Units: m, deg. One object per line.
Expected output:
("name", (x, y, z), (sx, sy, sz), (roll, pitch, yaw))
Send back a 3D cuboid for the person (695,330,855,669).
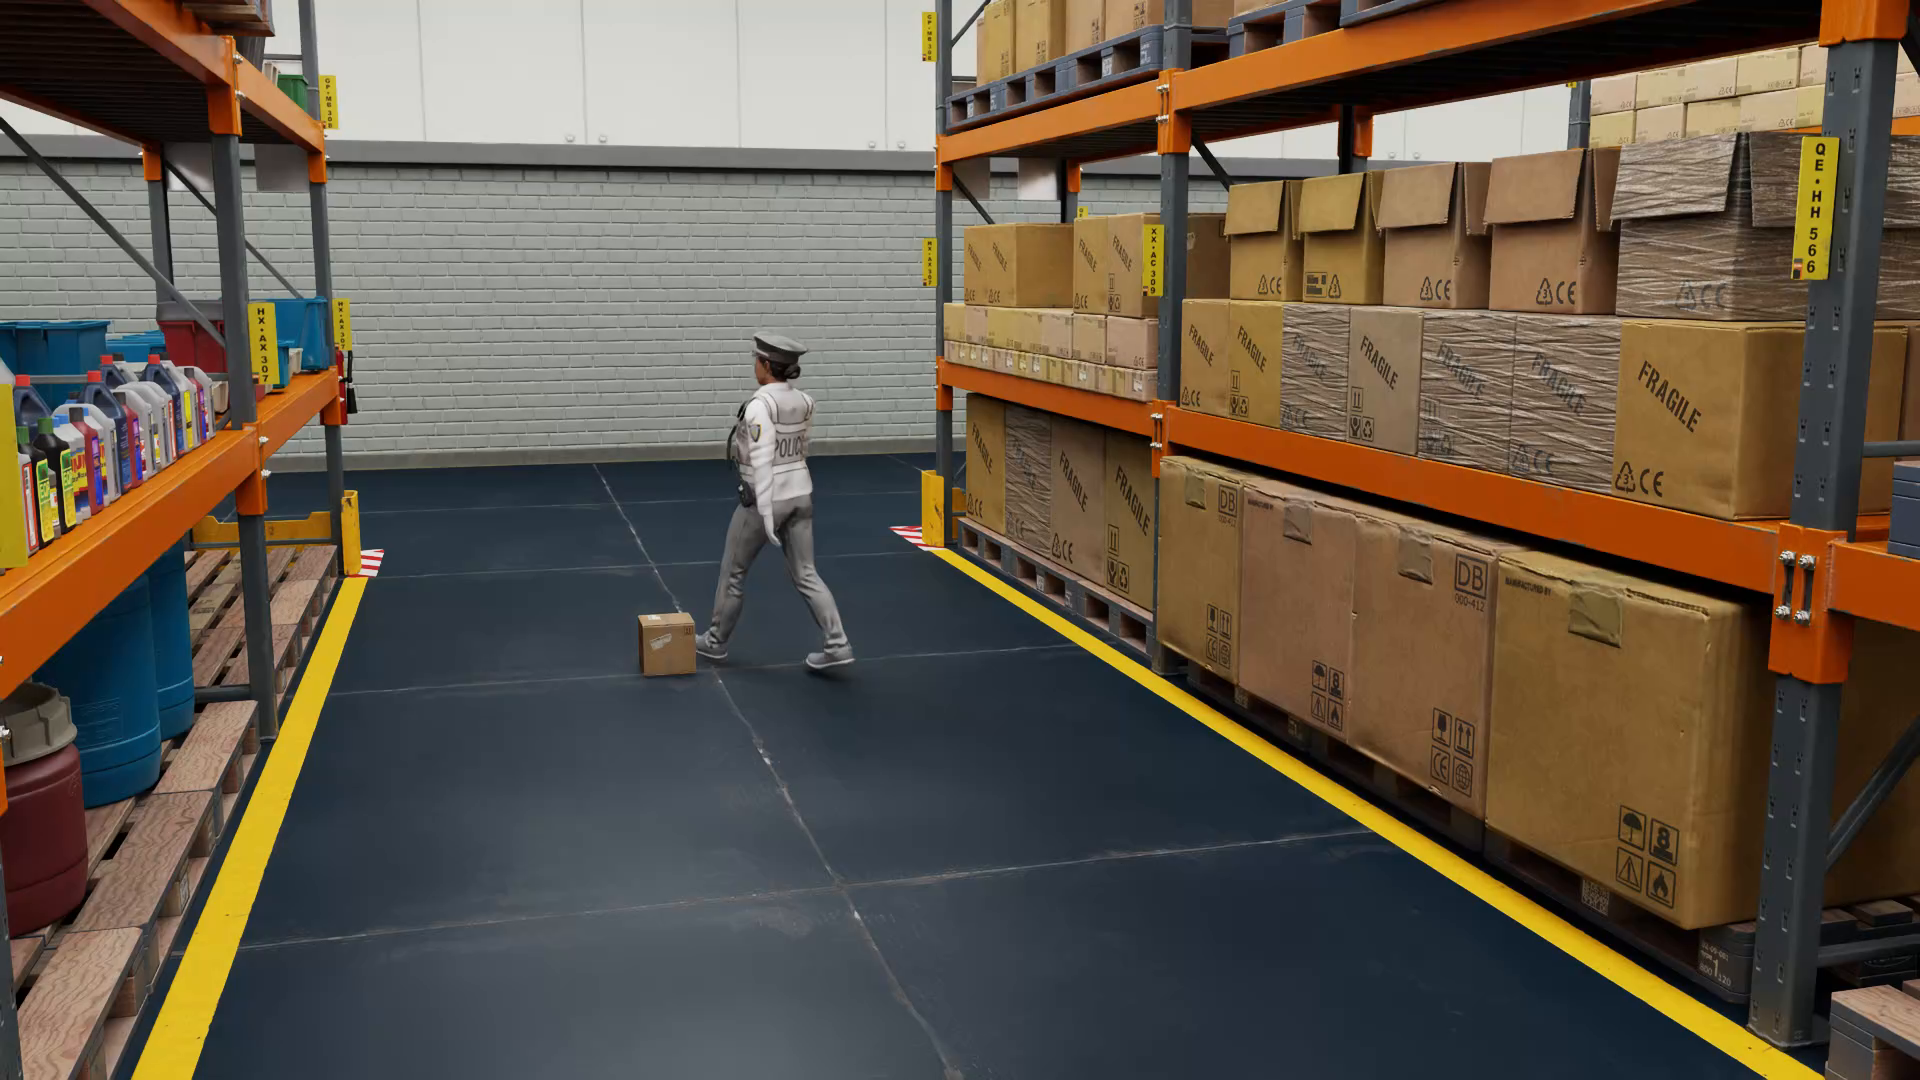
("person", (-0.941, -0.198, 8.028), (0.985, 1.625, 0.499), (8, 12, 38))
